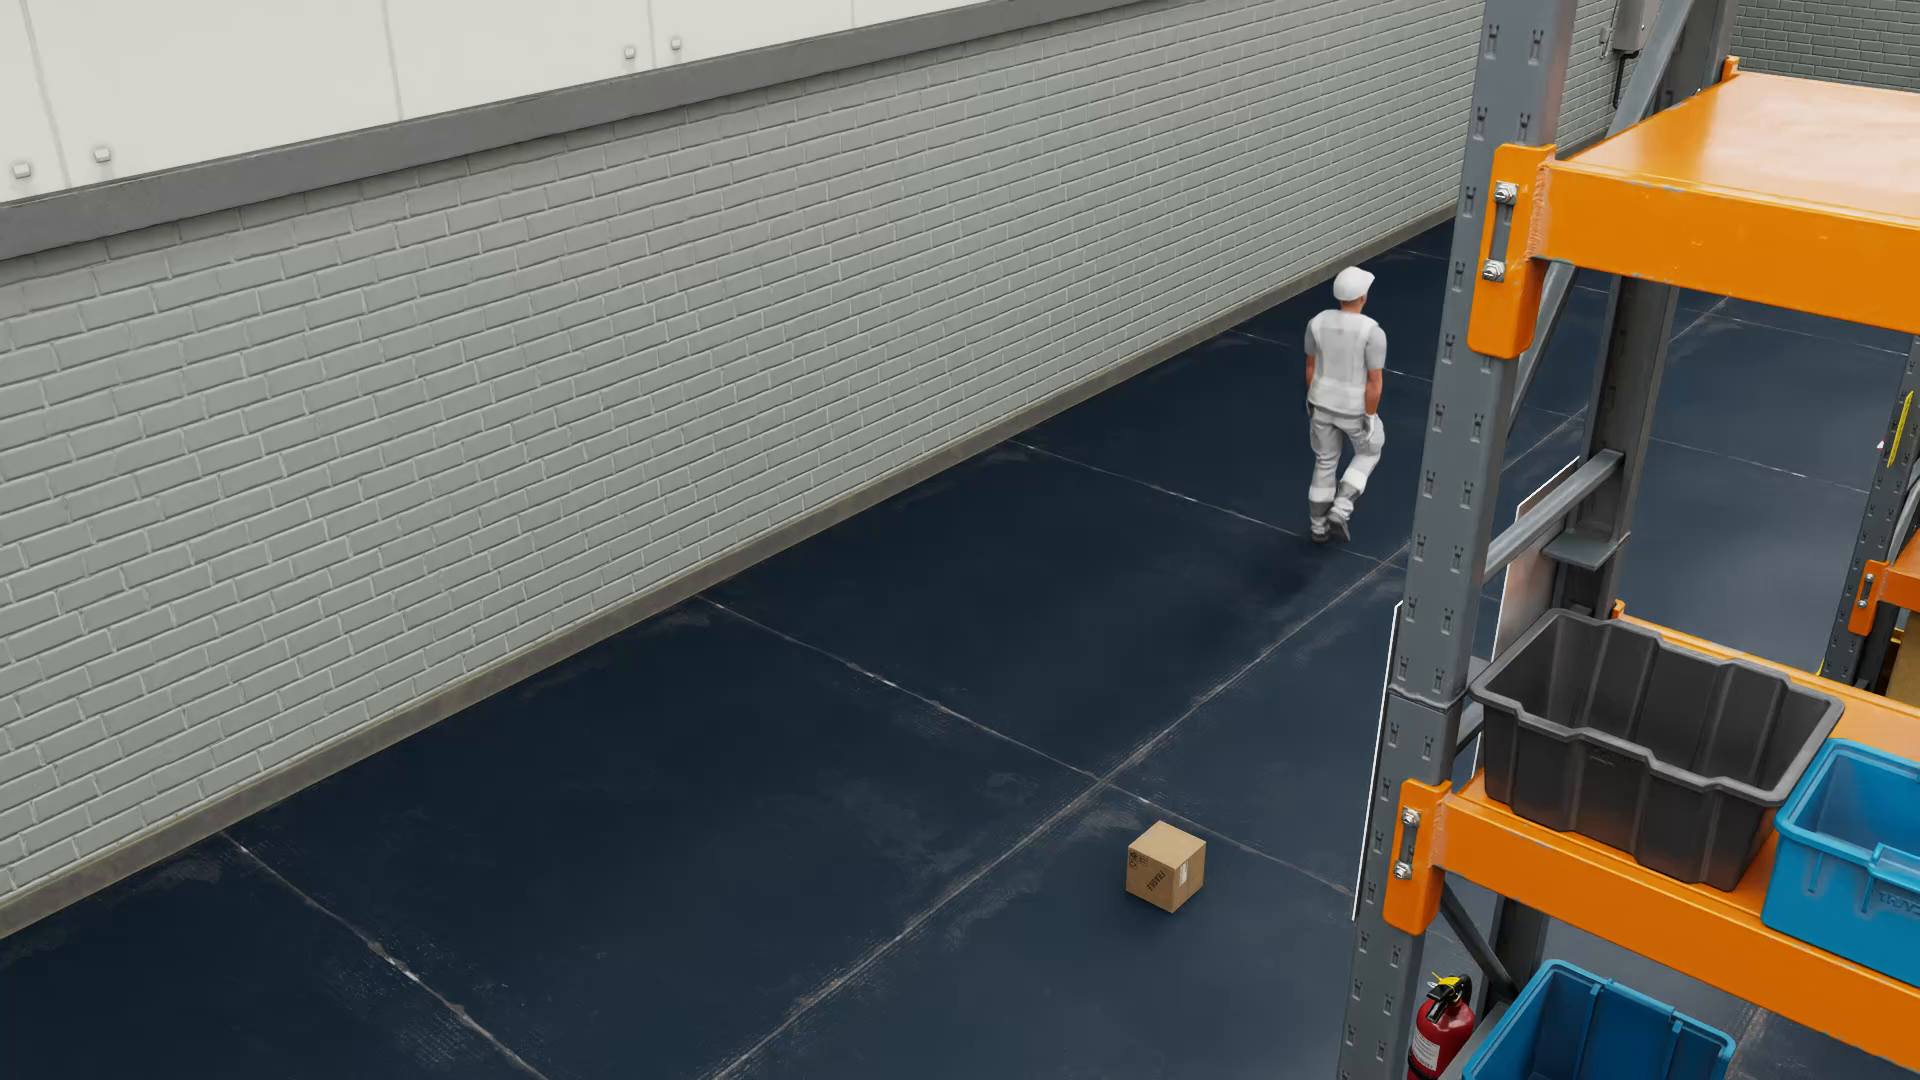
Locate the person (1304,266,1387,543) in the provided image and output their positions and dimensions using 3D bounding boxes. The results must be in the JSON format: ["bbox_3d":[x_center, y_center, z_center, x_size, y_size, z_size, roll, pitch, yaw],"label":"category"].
[{"bbox_3d":[2.334,-0.815,10.137,0.526,1.777,0.468,17,32,30],"label":"person"}]
